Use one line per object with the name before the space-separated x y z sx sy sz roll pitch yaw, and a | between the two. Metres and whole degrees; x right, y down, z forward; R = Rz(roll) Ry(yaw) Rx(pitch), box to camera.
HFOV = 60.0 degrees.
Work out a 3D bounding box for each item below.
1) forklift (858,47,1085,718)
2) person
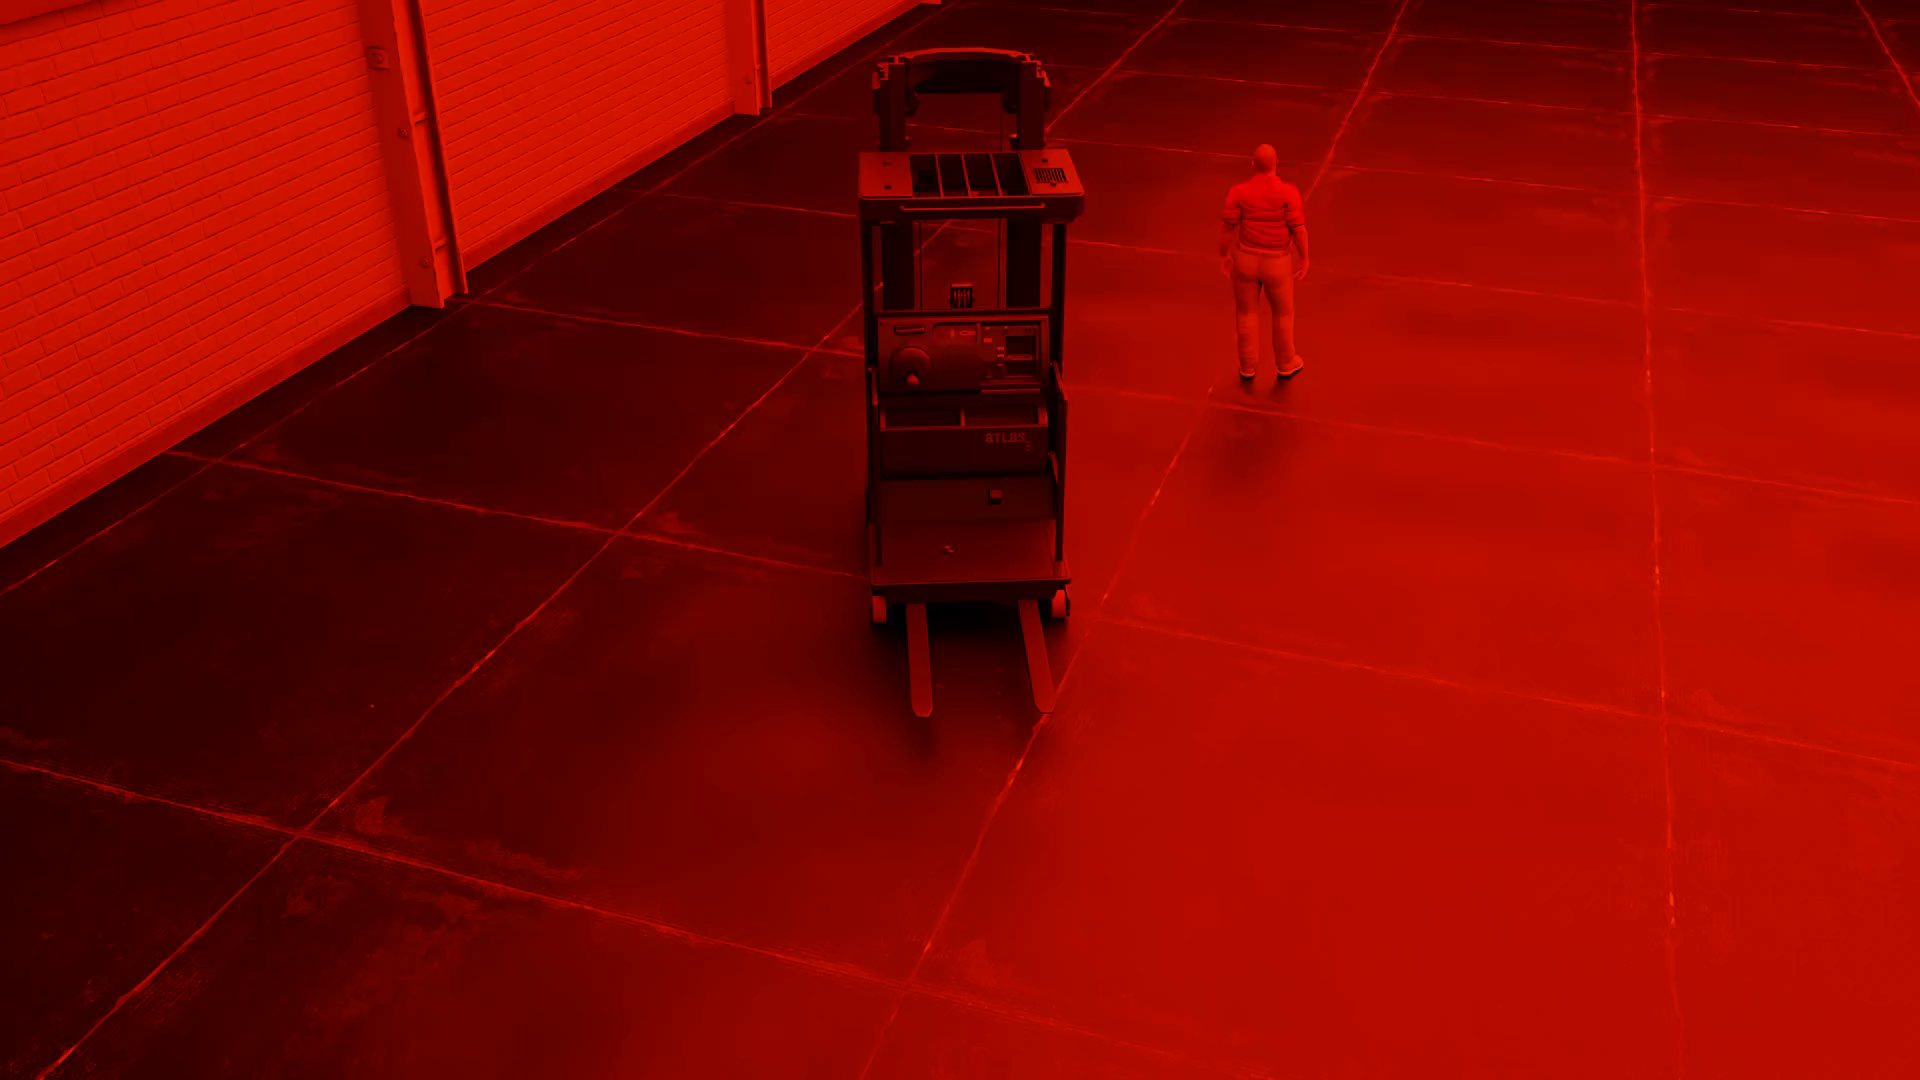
forklift | 0.035 -0.972 8.842 1.130 2.935 3.031 -2 30 -3
person | 2.175 -1.996 11.836 0.641 1.727 0.551 10 31 16
